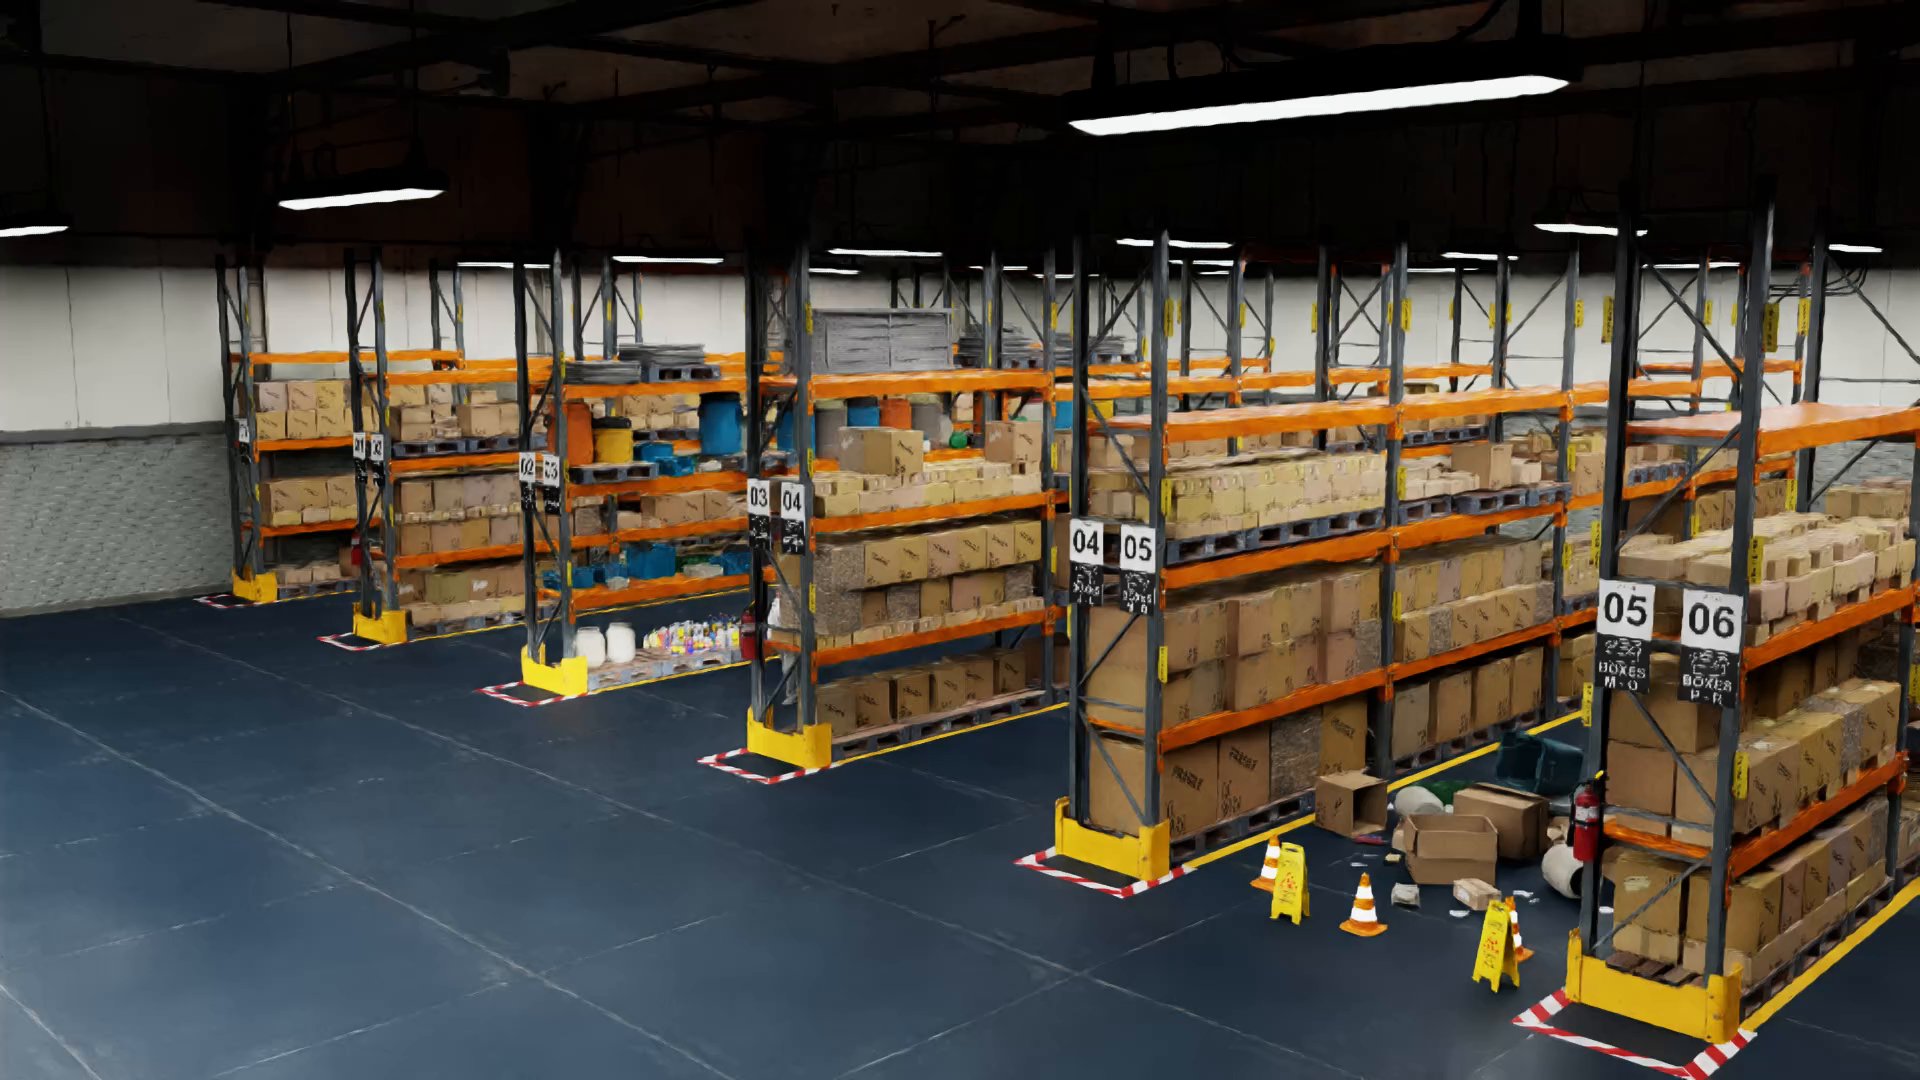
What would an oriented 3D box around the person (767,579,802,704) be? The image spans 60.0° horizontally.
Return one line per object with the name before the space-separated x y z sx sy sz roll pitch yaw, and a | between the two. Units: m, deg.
person | -2.188 1.280 21.772 0.618 1.645 0.659 6 10 36
